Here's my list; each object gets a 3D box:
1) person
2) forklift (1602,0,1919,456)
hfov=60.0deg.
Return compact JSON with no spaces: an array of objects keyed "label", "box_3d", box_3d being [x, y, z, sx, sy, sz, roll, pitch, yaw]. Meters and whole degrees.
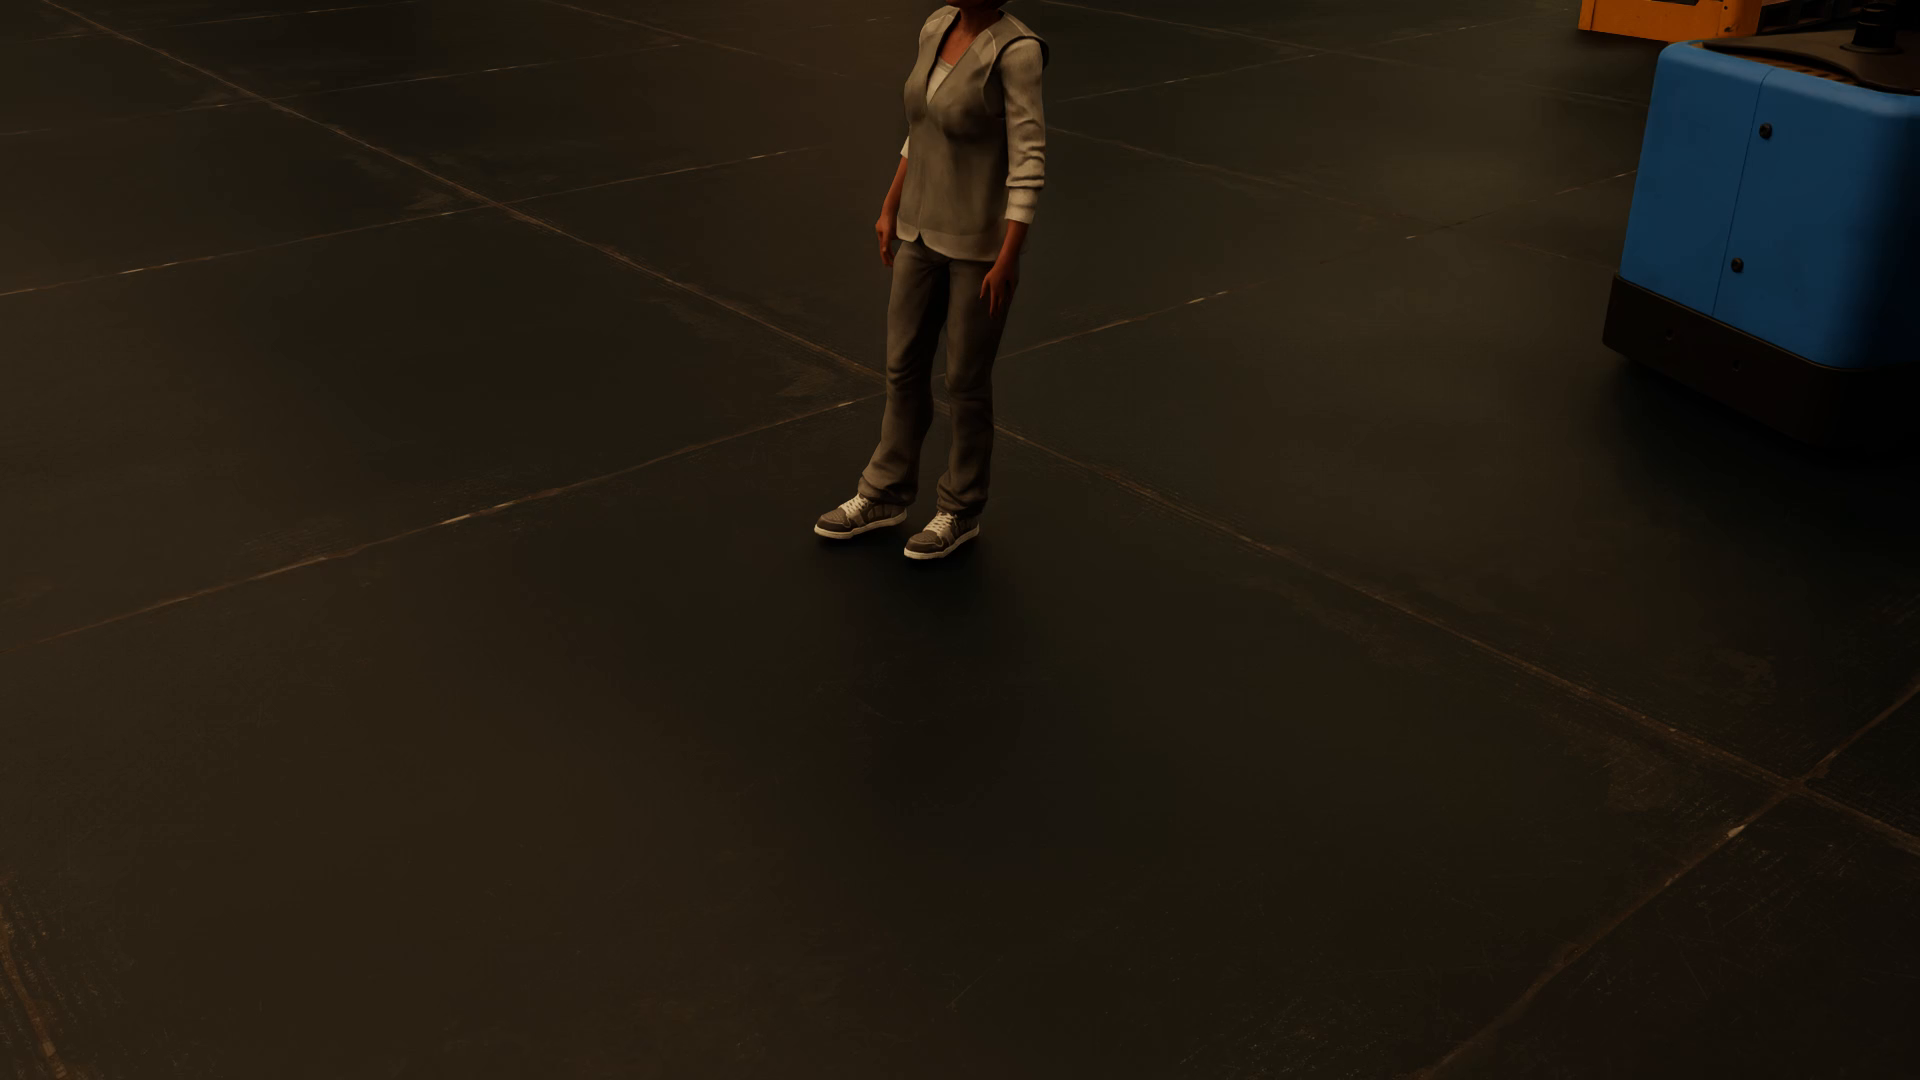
[{"label":"person","box_3d":[-0.066,-0.699,4.113,0.473,1.584,0.521,-20,33,-35]},{"label":"forklift","box_3d":[3.776,-1.943,5.119,3.031,2.935,1.130,-9,28,-17]}]
